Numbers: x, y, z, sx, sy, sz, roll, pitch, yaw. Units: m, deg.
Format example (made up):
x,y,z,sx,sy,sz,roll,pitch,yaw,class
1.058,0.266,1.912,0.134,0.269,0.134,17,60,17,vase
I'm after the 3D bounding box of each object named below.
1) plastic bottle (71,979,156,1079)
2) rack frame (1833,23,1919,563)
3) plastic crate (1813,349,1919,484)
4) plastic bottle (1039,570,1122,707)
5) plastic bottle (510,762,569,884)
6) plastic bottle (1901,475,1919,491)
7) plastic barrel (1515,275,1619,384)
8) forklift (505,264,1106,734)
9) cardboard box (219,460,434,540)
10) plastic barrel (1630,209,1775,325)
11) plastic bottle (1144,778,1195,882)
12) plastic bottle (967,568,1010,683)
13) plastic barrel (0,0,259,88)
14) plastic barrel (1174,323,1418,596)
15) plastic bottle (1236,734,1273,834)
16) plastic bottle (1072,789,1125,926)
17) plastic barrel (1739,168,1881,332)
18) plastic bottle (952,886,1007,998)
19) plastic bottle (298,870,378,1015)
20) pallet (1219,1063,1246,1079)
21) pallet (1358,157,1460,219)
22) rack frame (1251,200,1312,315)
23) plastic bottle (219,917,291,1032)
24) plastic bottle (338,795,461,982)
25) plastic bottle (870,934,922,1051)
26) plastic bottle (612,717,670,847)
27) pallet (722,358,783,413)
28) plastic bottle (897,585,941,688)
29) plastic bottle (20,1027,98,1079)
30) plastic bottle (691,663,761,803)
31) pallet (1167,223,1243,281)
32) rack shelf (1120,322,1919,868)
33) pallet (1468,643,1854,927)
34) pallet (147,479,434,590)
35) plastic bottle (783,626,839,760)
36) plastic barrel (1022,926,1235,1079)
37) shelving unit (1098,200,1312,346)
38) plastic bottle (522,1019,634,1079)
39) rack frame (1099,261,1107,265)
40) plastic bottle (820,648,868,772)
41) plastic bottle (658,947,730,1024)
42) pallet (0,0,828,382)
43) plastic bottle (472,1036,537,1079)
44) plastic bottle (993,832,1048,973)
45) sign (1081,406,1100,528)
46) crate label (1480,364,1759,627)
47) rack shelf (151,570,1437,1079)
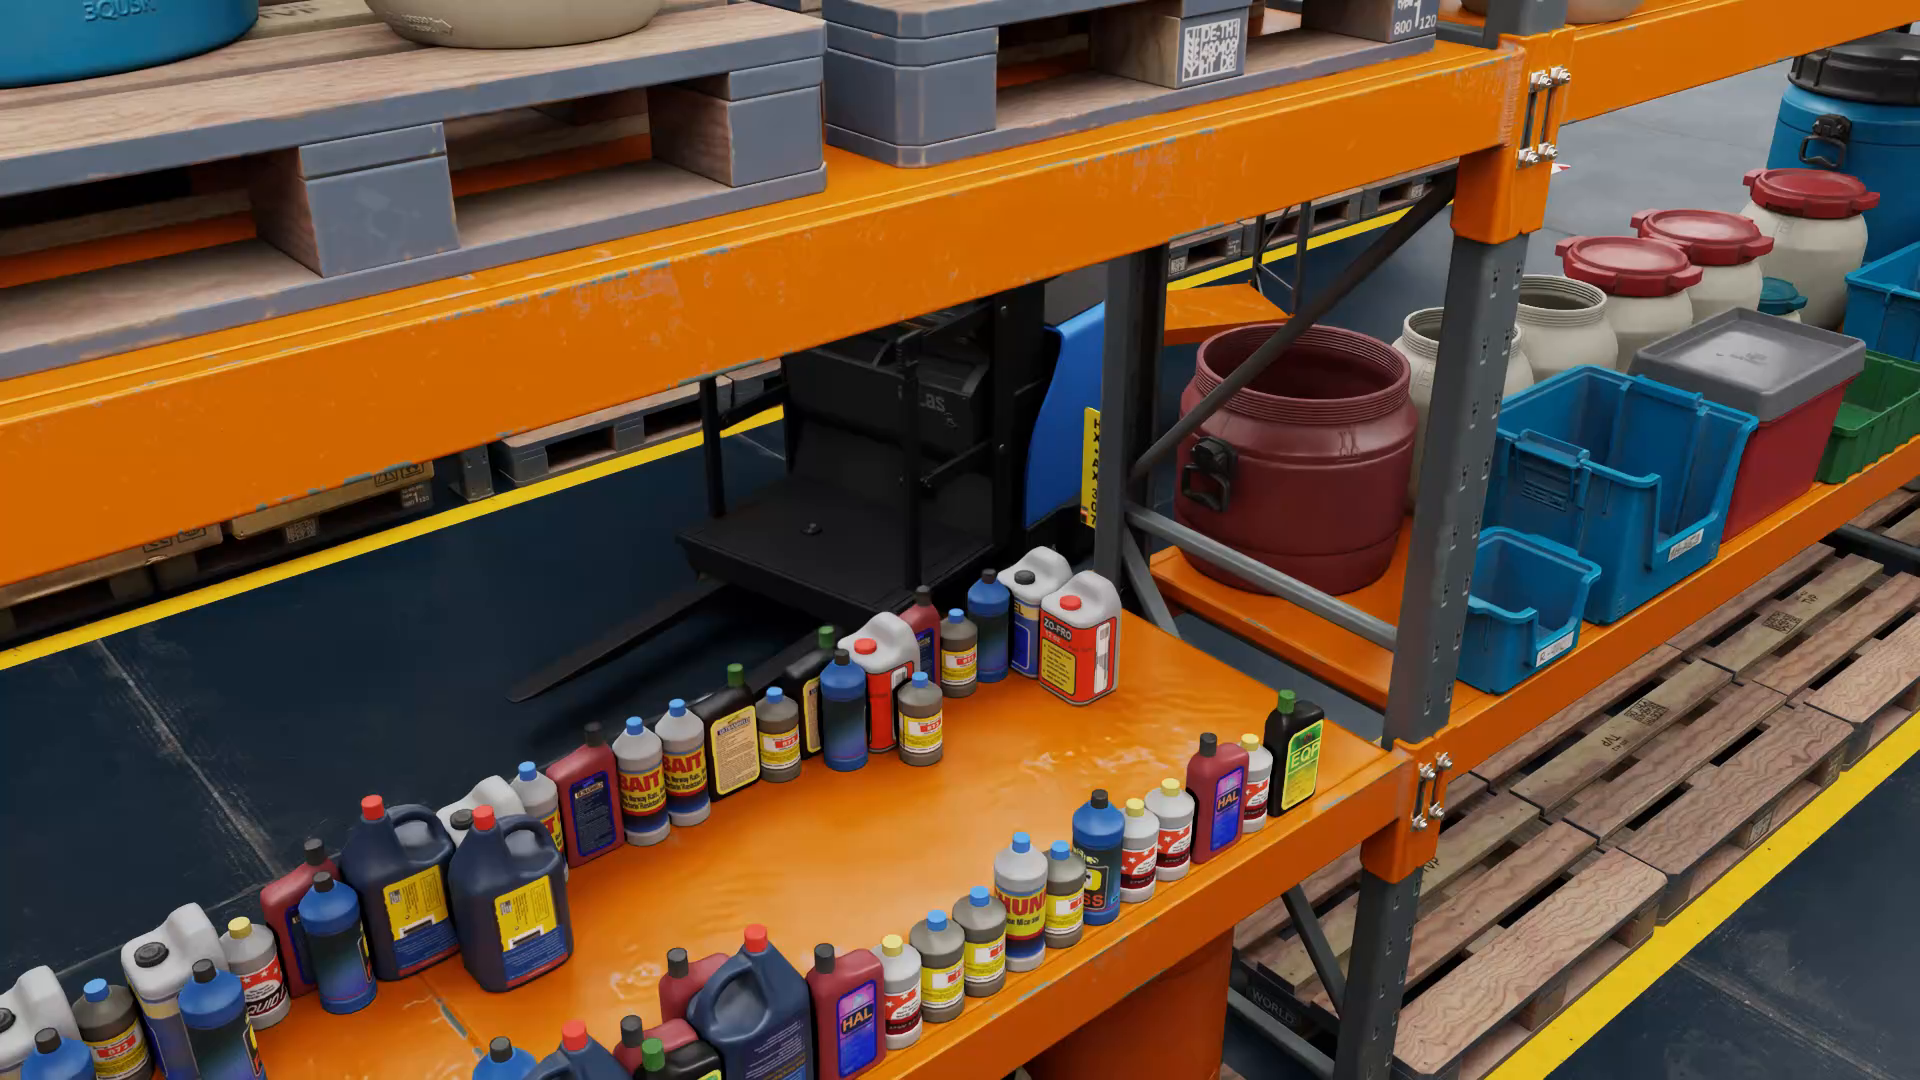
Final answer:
x,y,z,sx,sy,sz,roll,pitch,yaw,class
-1.408,0.815,2.754,0.097,0.201,0.097,0,28,0,plastic bottle
3.753,-1.131,6.185,0.127,3.000,1.000,-22,35,-35,rack frame
2.612,-0.404,5.048,0.662,0.188,0.450,-22,35,-35,plastic crate
0.270,0.218,3.791,0.135,0.276,0.152,-22,35,-35,plastic bottle
-0.813,0.544,3.185,0.097,0.271,0.097,0,28,0,plastic bottle
4.150,-0.406,7.171,0.185,0.351,0.144,-22,35,-35,plastic bottle
1.675,-0.477,4.842,0.421,0.512,0.421,0,28,0,plastic barrel
-0.416,-1.035,6.077,1.130,2.935,3.031,19,34,31,forklift
-3.043,-0.728,7.239,0.875,0.875,1.225,-24,36,-37,cardboard box
2.325,-0.753,5.332,0.433,0.535,0.433,0,28,0,plastic barrel
0.404,0.556,3.238,0.097,0.201,0.097,0,28,0,plastic bottle
0.066,0.191,3.846,0.097,0.271,0.097,0,28,0,plastic bottle
-1.133,-0.990,1.761,0.708,0.901,0.600,-22,35,-35,plastic barrel
0.867,-0.218,4.332,0.708,0.536,0.600,-22,35,-35,plastic barrel
0.580,0.485,3.370,0.097,0.201,0.097,0,28,0,plastic bottle
0.256,0.585,3.110,0.097,0.271,0.097,0,28,0,plastic bottle
2.883,-0.977,5.752,0.433,0.535,0.433,0,28,0,plastic barrel
0.034,0.705,2.959,0.097,0.201,0.097,0,28,0,plastic bottle
-1.091,0.694,2.906,0.097,0.271,0.097,0,28,0,plastic bottle
0.138,1.578,4.073,1.213,0.211,1.003,-22,35,-35,pallet
2.883,-2.642,11.970,1.213,0.211,1.003,-22,35,-35,pallet
1.524,-1.254,8.006,0.032,1.500,0.500,-7,29,-13,rack frame
-1.232,0.744,2.887,0.097,0.201,0.097,0,28,0,plastic bottle
-1.008,0.602,2.993,0.185,0.351,0.144,-22,35,-35,plastic bottle
-0.114,0.764,2.848,0.097,0.201,0.097,0,28,0,plastic bottle
-0.638,0.474,3.317,0.097,0.271,0.097,0,28,0,plastic bottle
-0.981,-1.064,9.016,1.213,0.211,1.003,-22,35,-35,pallet
-0.108,0.244,3.734,0.133,0.283,0.061,-22,35,-35,plastic bottle
-1.383,0.868,2.580,0.097,0.271,0.097,0,28,0,plastic bottle
-0.488,0.397,3.448,0.133,0.283,0.061,-22,35,-35,plastic bottle
1.027,-1.896,10.573,1.213,0.211,1.003,-22,35,-35,pallet
2.232,-0.202,5.209,4.000,0.370,1.077,-22,35,-35,rack shelf
2.253,0.728,5.664,1.213,0.211,1.003,-22,35,-35,pallet
-3.153,-0.240,7.475,1.213,0.211,1.003,-22,35,-35,pallet
-0.312,0.326,3.581,0.133,0.283,0.061,-22,35,-35,plastic bottle
0.349,1.020,4.016,0.708,0.830,0.600,-22,35,-35,plastic barrel
1.024,-1.191,7.887,1.083,1.500,0.587,-7,29,-13,shelving unit
-0.580,0.871,2.489,0.185,0.351,0.144,-22,35,-35,plastic bottle
0.539,-2.907,9.508,0.127,3.000,1.000,-22,35,-35,rack frame
-0.247,0.355,3.541,0.097,0.271,0.097,0,28,0,plastic bottle
-0.424,0.775,2.741,0.133,0.283,0.061,-22,35,-35,plastic bottle
-0.939,-0.547,2.108,1.213,0.211,1.003,-22,35,-35,pallet
-0.692,0.877,2.564,0.097,0.271,0.097,0,28,0,plastic bottle
0.108,0.644,2.999,0.097,0.271,0.097,0,28,0,plastic bottle
0.348,-0.175,4.221,0.005,0.325,0.100,-22,35,-35,sign
1.642,-0.130,4.274,0.616,0.435,0.502,-22,35,-35,crate label
-0.811,1.021,2.920,4.000,0.370,1.077,-22,35,-35,rack shelf
